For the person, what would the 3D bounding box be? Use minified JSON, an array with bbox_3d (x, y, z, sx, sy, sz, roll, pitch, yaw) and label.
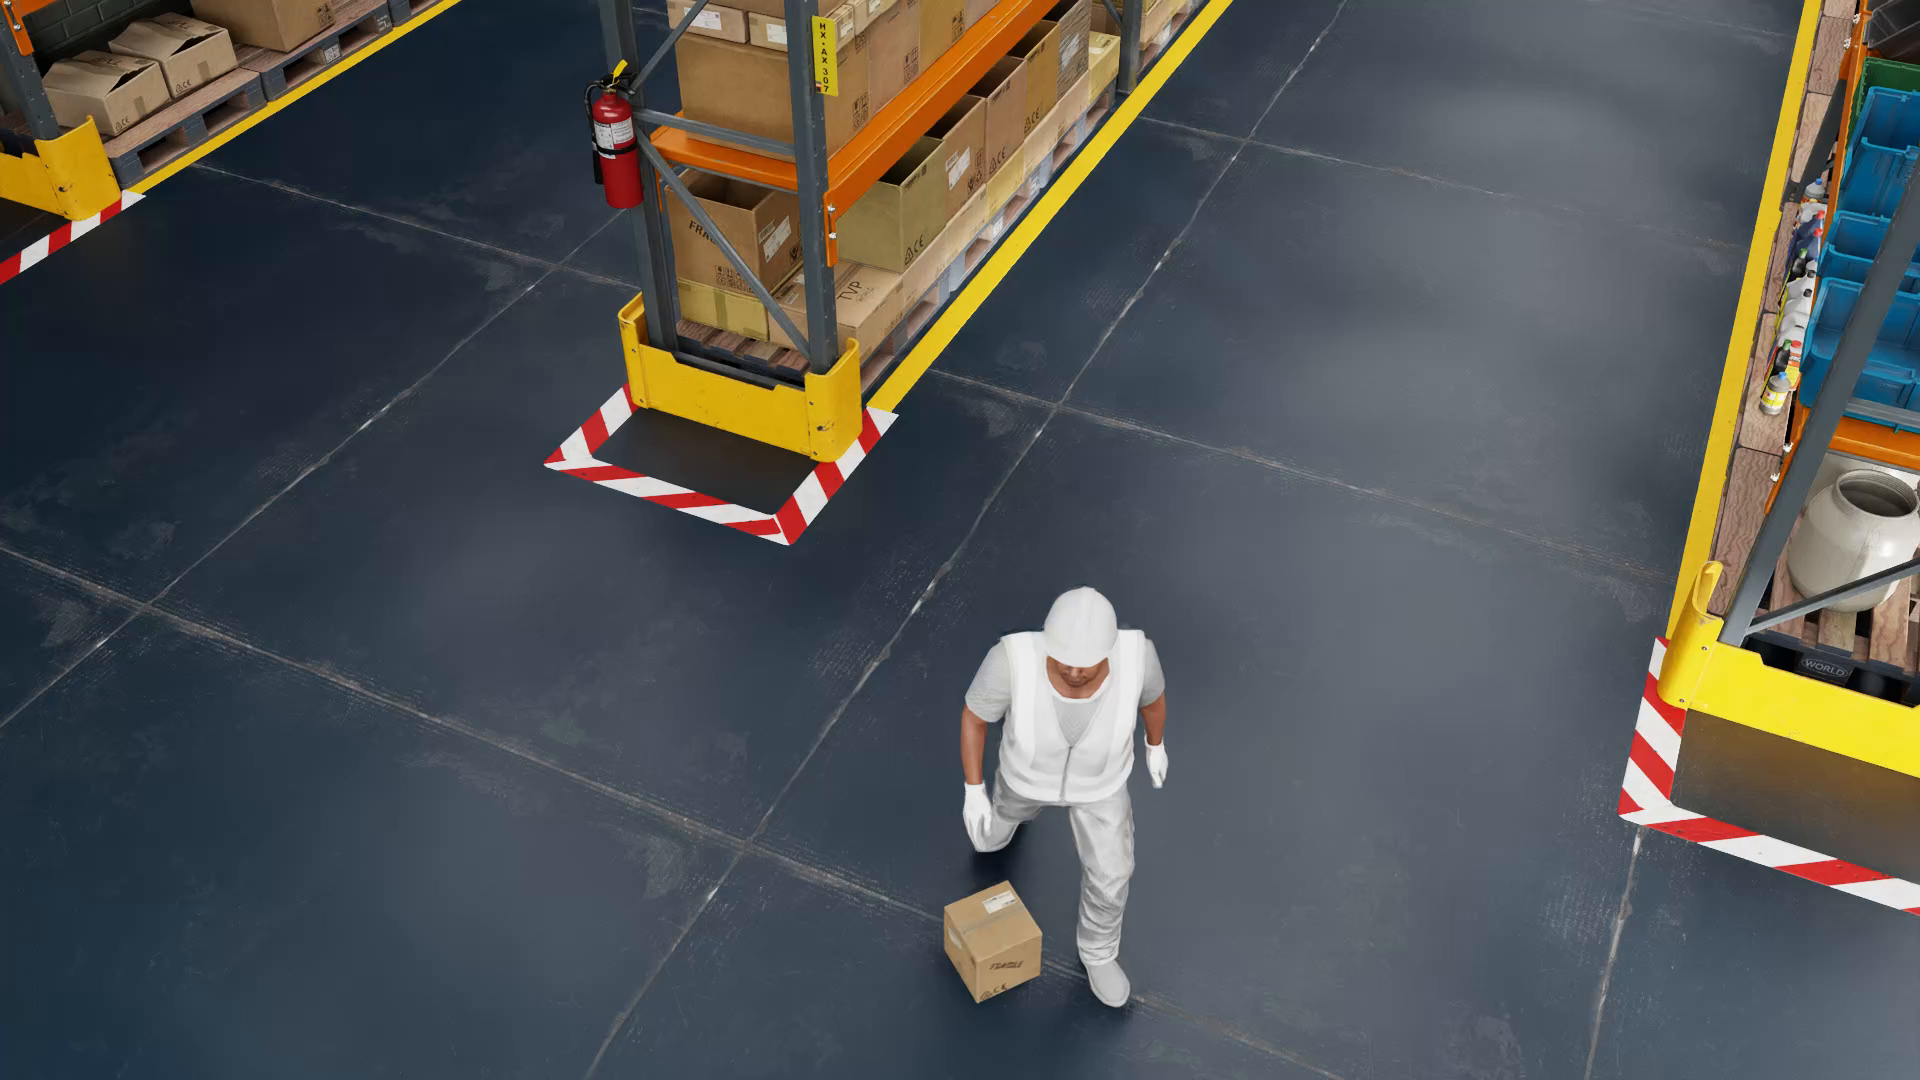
[{"bbox_3d":[0.347,0.673,5.406,0.668,1.723,0.867,3,42,4],"label":"person"}]
